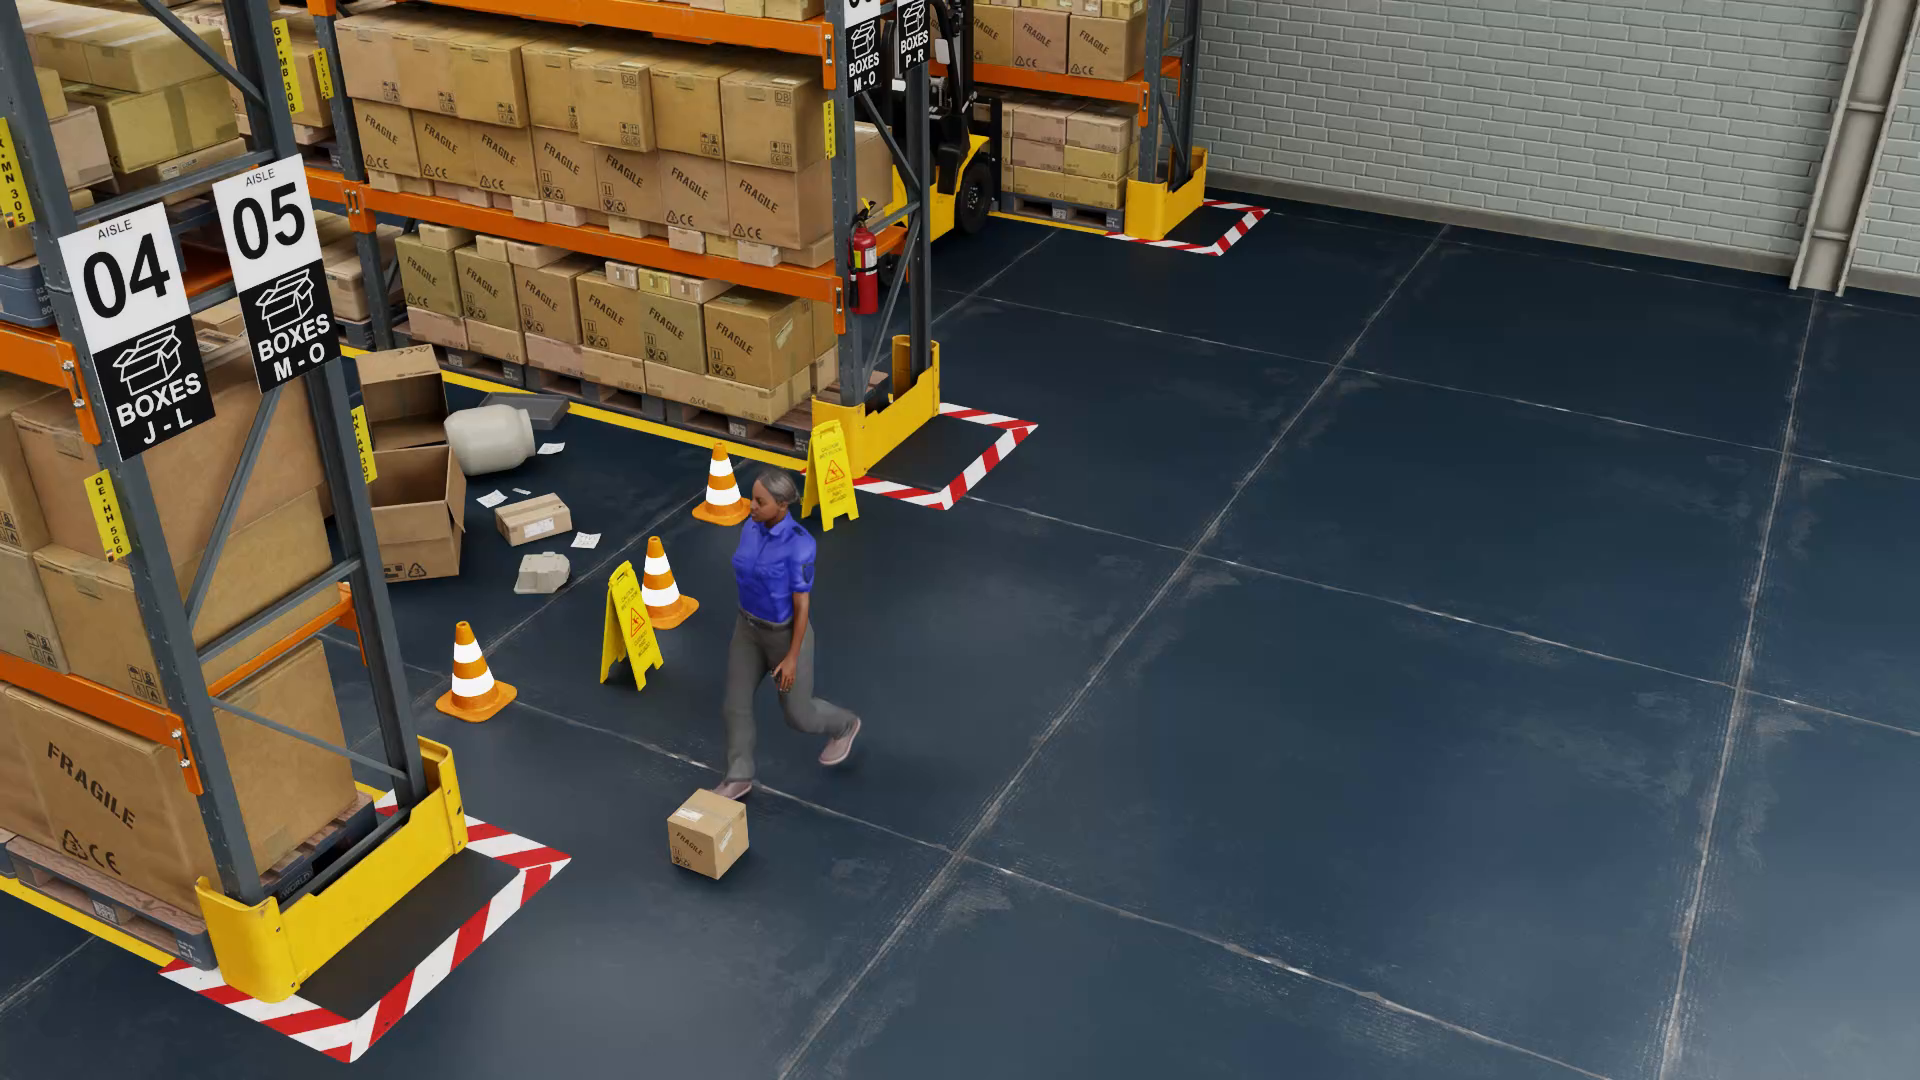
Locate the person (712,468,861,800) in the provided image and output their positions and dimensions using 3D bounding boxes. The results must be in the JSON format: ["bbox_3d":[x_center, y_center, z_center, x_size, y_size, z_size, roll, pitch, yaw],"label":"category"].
[{"bbox_3d":[-0.855,0.439,7.518,0.444,1.619,0.827,20,36,31],"label":"person"}]
